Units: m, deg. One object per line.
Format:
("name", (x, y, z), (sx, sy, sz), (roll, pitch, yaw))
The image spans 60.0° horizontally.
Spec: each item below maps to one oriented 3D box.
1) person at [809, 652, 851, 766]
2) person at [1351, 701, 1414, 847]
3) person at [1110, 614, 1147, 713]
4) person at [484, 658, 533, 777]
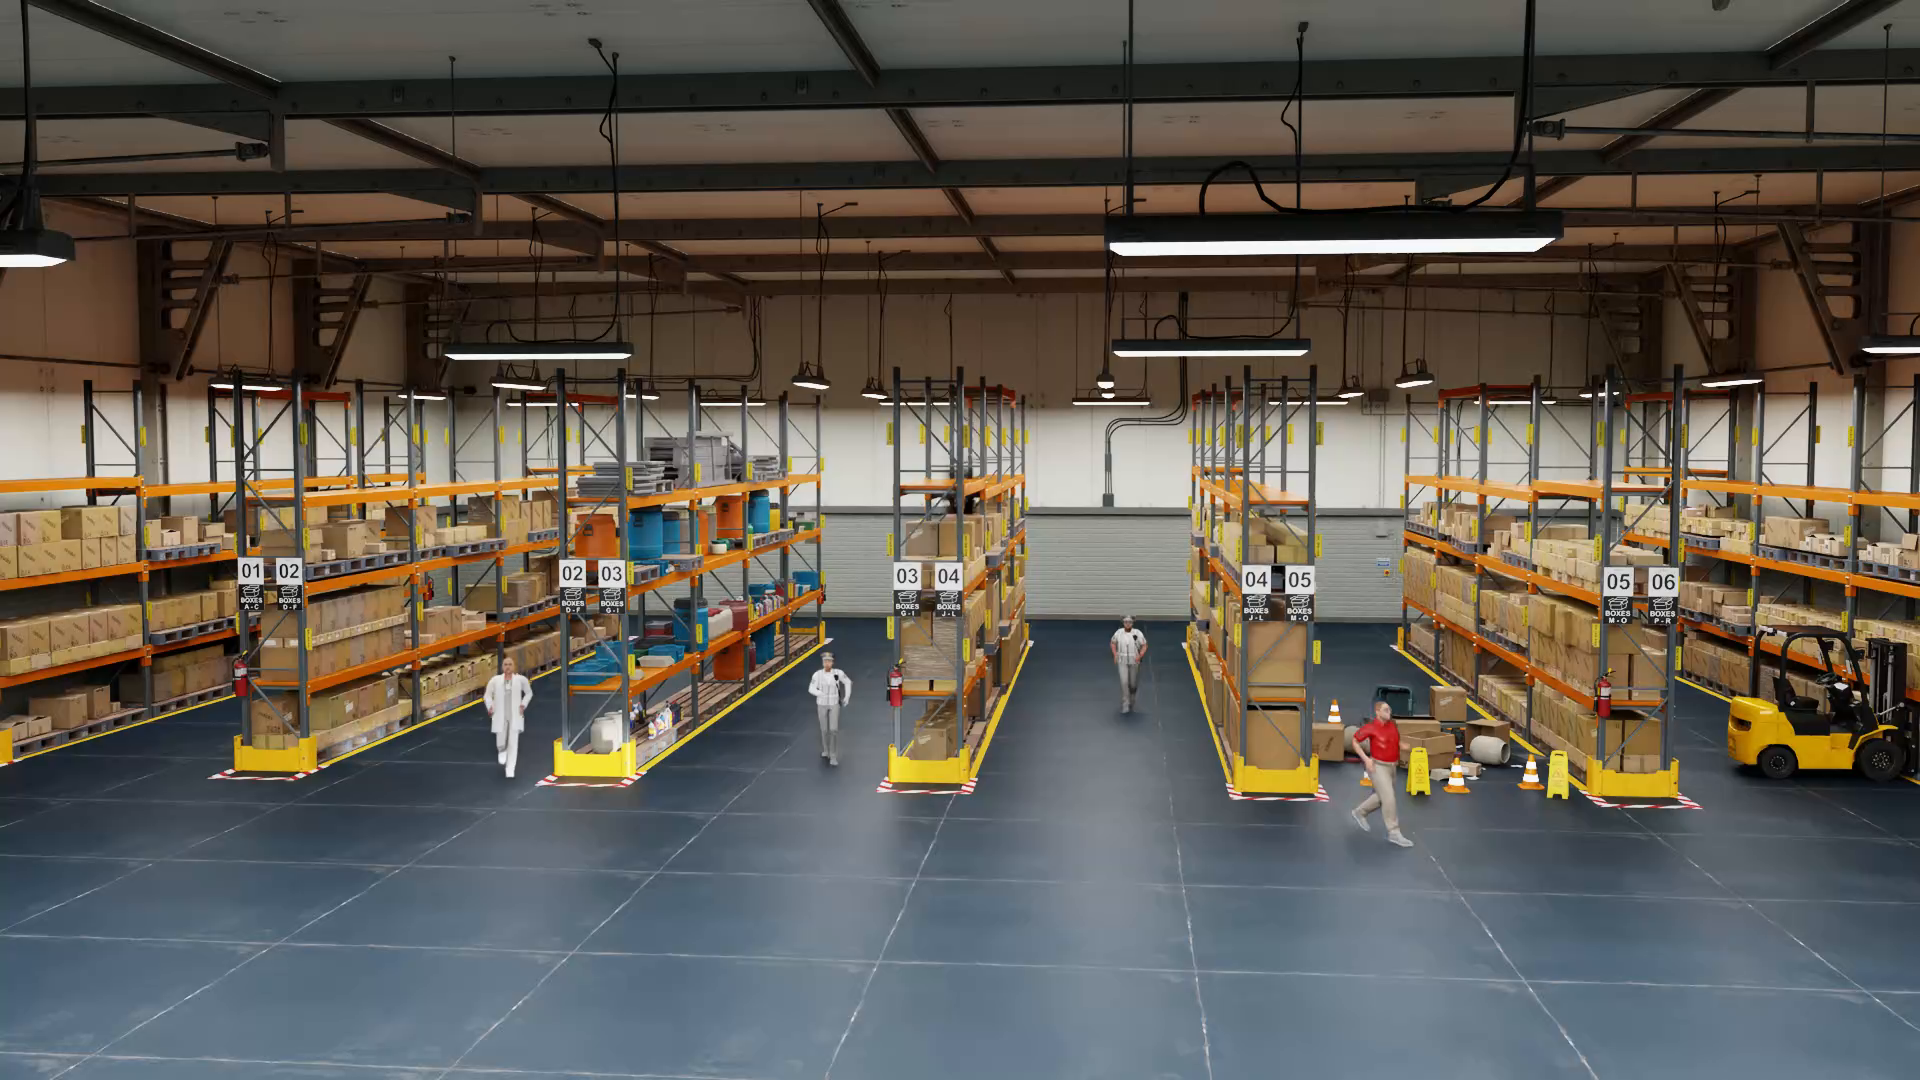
("person", (-2.002, 2.591, 25.528), (0.623, 1.765, 0.734), (0, 4, 1))
("person", (5.210, 2.845, 20.520), (0.663, 1.713, 0.990), (-3, 5, -41))
("person", (3.094, 2.239, 30.517), (0.675, 1.784, 0.844), (0, 4, 5))
("person", (-6.675, 2.606, 24.595), (0.704, 1.721, 0.778), (-1, 4, -14))
